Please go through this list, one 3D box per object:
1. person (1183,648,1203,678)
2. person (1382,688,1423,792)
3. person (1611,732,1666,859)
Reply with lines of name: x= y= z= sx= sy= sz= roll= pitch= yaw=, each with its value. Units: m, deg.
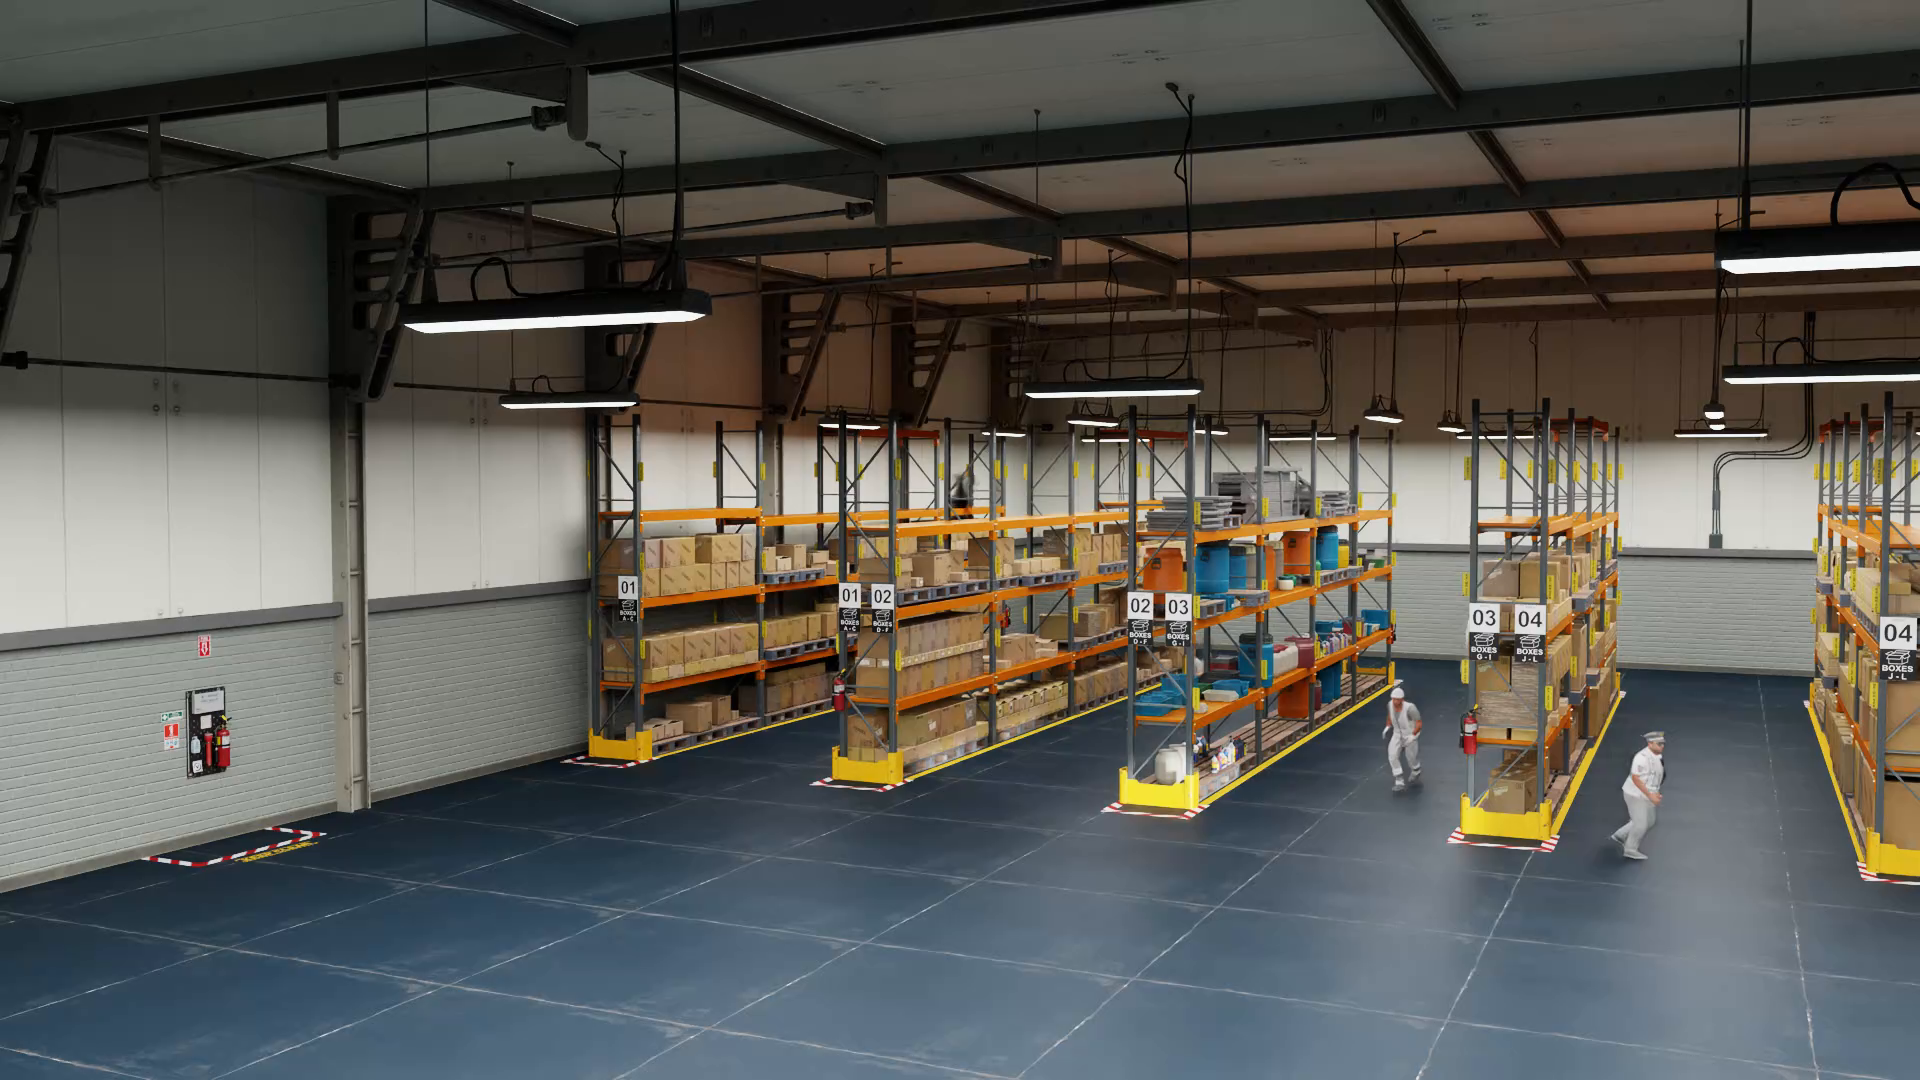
person: x=4.617 y=2.852 z=33.001 sx=0.570 sy=1.541 sz=0.941 roll=1 pitch=3 yaw=32
person: x=7.028 y=3.100 z=26.163 sx=0.686 sy=1.633 sz=1.112 roll=2 pitch=3 yaw=41
person: x=8.746 y=3.271 z=21.481 sx=0.649 sy=1.686 sz=0.752 roll=-2 pitch=3 yaw=-42
